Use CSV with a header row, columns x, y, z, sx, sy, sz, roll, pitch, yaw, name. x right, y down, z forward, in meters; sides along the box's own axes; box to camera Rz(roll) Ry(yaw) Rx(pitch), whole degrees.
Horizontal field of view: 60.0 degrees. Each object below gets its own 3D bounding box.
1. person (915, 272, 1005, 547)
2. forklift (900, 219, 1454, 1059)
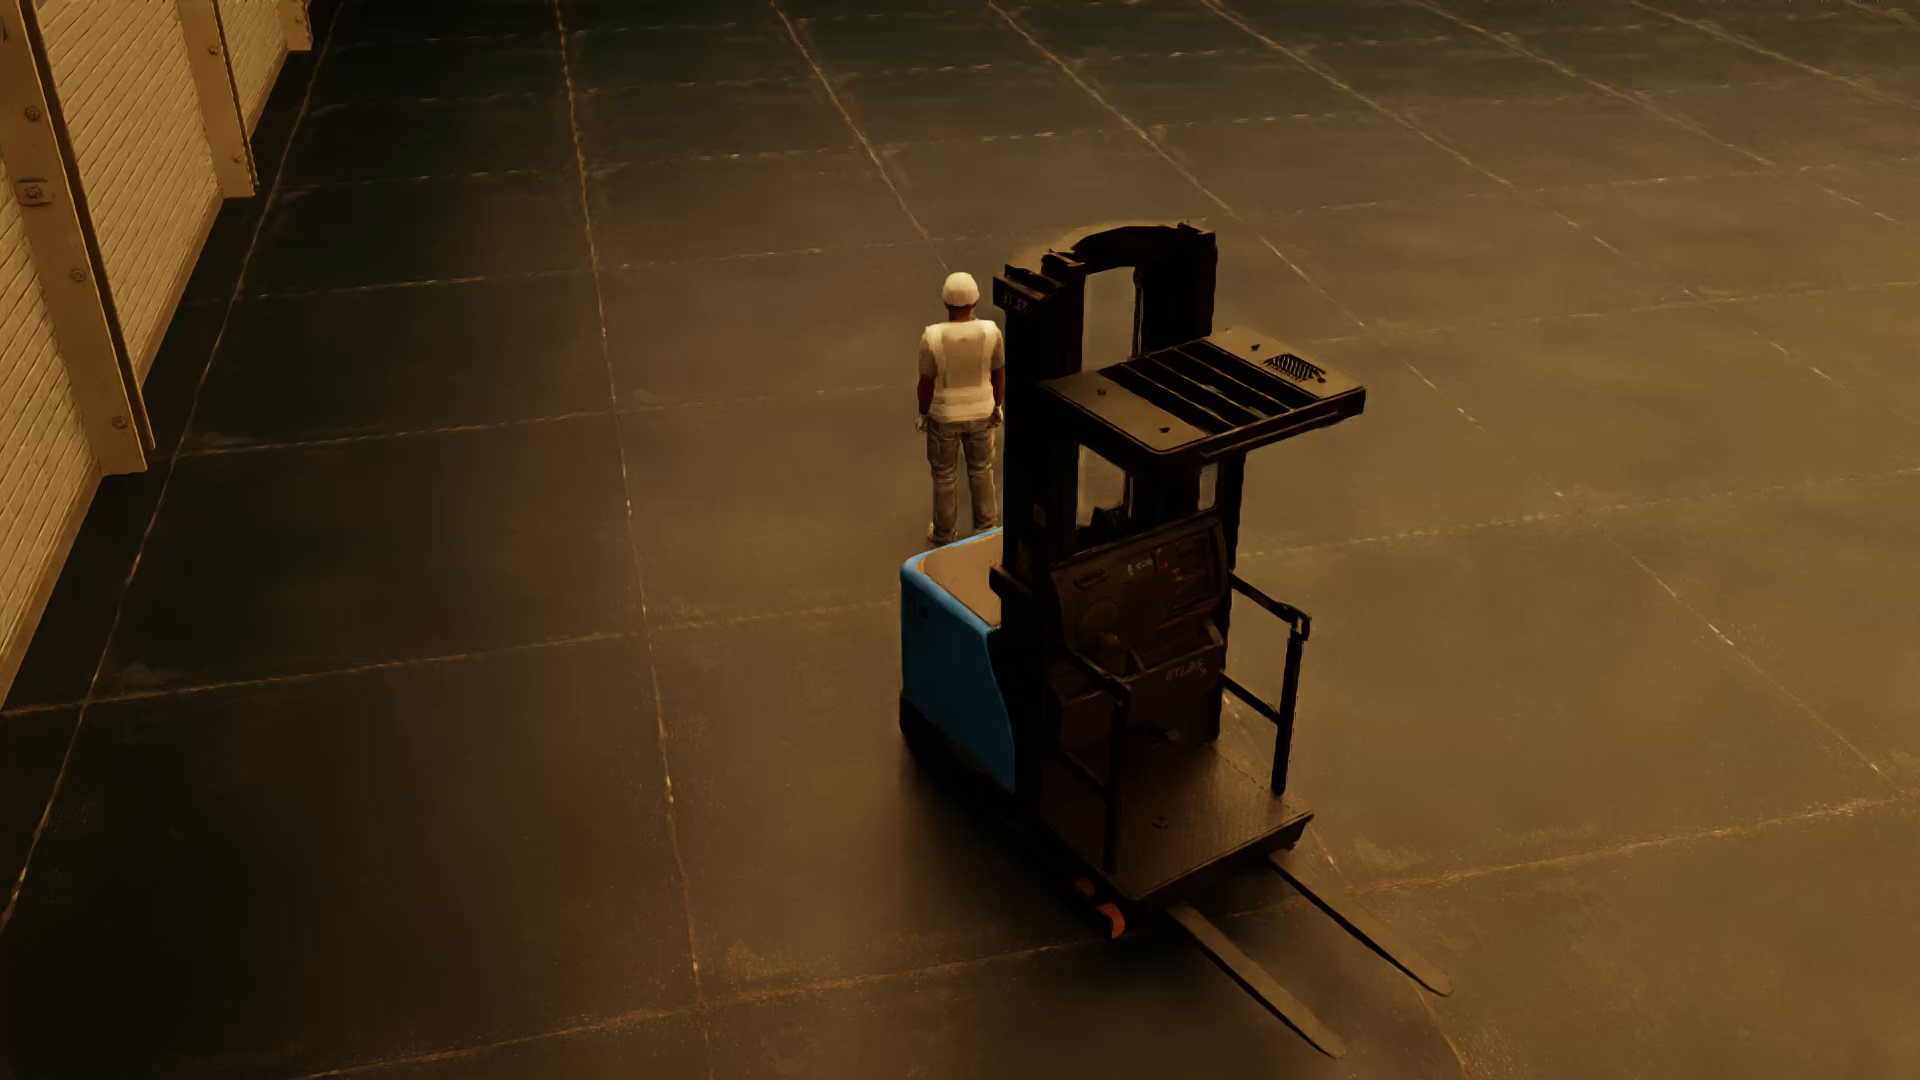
x,y,z,sx,sy,sz,roll,pitch,yaw,name
-0.004,-0.780,10.063,0.546,1.790,0.365,-7,31,-12,person
0.923,0.239,7.161,1.130,2.935,3.031,-18,35,-29,forklift
